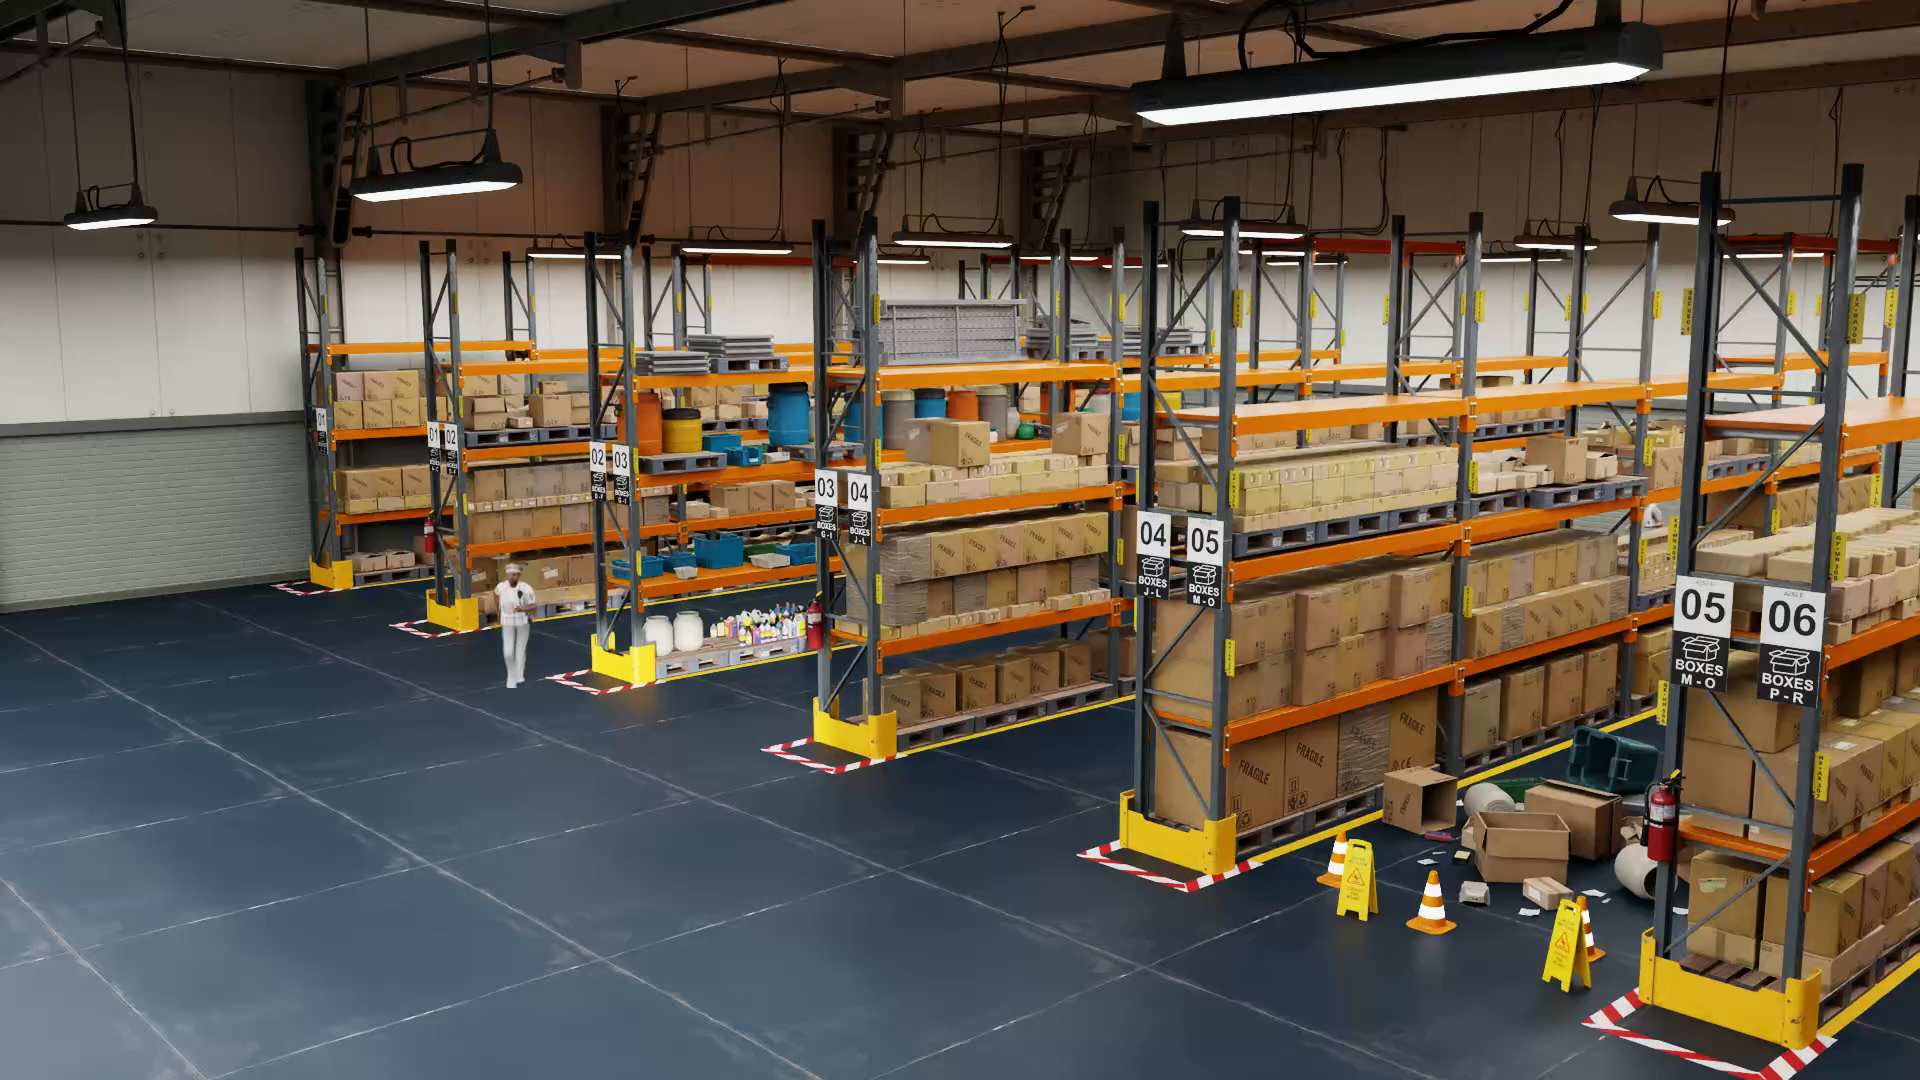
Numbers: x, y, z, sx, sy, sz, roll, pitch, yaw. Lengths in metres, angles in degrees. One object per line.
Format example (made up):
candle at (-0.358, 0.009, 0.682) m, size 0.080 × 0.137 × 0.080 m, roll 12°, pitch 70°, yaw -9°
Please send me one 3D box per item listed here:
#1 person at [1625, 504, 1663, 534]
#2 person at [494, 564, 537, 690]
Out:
person at (11.997, -0.018, 29.237) m, size 0.651 × 1.805 × 0.983 m, roll 6°, pitch 10°, yaw 35°
person at (-5.858, 1.136, 21.913) m, size 0.581 × 1.708 × 0.735 m, roll -1°, pitch 8°, yaw -7°
